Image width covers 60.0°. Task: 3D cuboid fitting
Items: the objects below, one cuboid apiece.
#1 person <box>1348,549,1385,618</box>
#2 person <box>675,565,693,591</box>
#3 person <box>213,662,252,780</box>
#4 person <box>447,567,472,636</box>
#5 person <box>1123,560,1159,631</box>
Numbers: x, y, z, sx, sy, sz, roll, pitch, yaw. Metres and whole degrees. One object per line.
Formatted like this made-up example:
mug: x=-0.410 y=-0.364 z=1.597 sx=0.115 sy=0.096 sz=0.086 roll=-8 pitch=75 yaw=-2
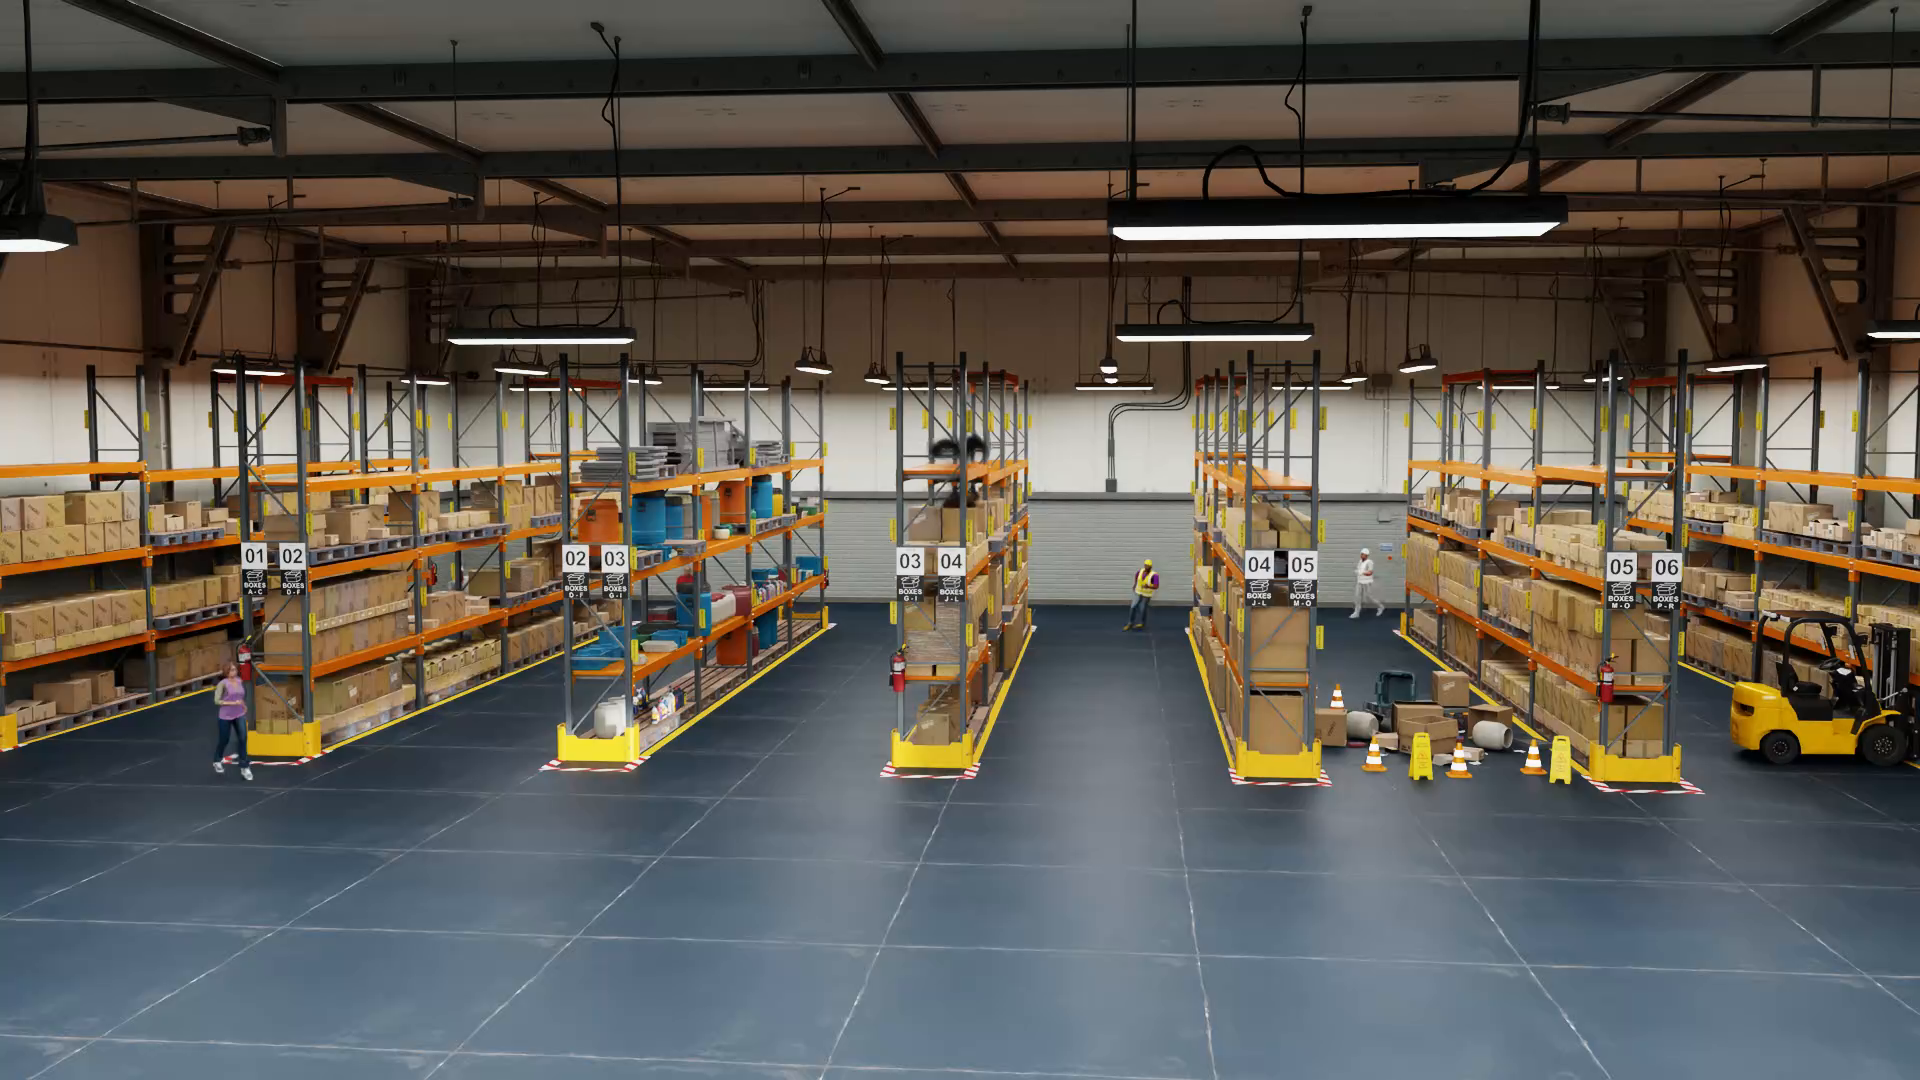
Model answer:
person: x=10.287 y=1.095 z=42.102 sx=0.976 sy=1.764 sz=0.694 roll=-1 pitch=4 yaw=-15
person: x=-6.304 y=1.421 z=38.739 sx=0.613 sy=1.686 sz=0.955 roll=0 pitch=4 yaw=-3
person: x=-10.262 y=2.526 z=23.392 sx=0.772 sy=1.633 sz=0.536 roll=3 pitch=5 yaw=37
person: x=-11.502 y=1.427 z=38.528 sx=0.701 sy=1.674 sz=0.865 roll=0 pitch=4 yaw=-6
person: x=4.396 y=1.316 z=39.844 sx=0.839 sy=1.730 sz=0.762 roll=2 pitch=5 yaw=28
